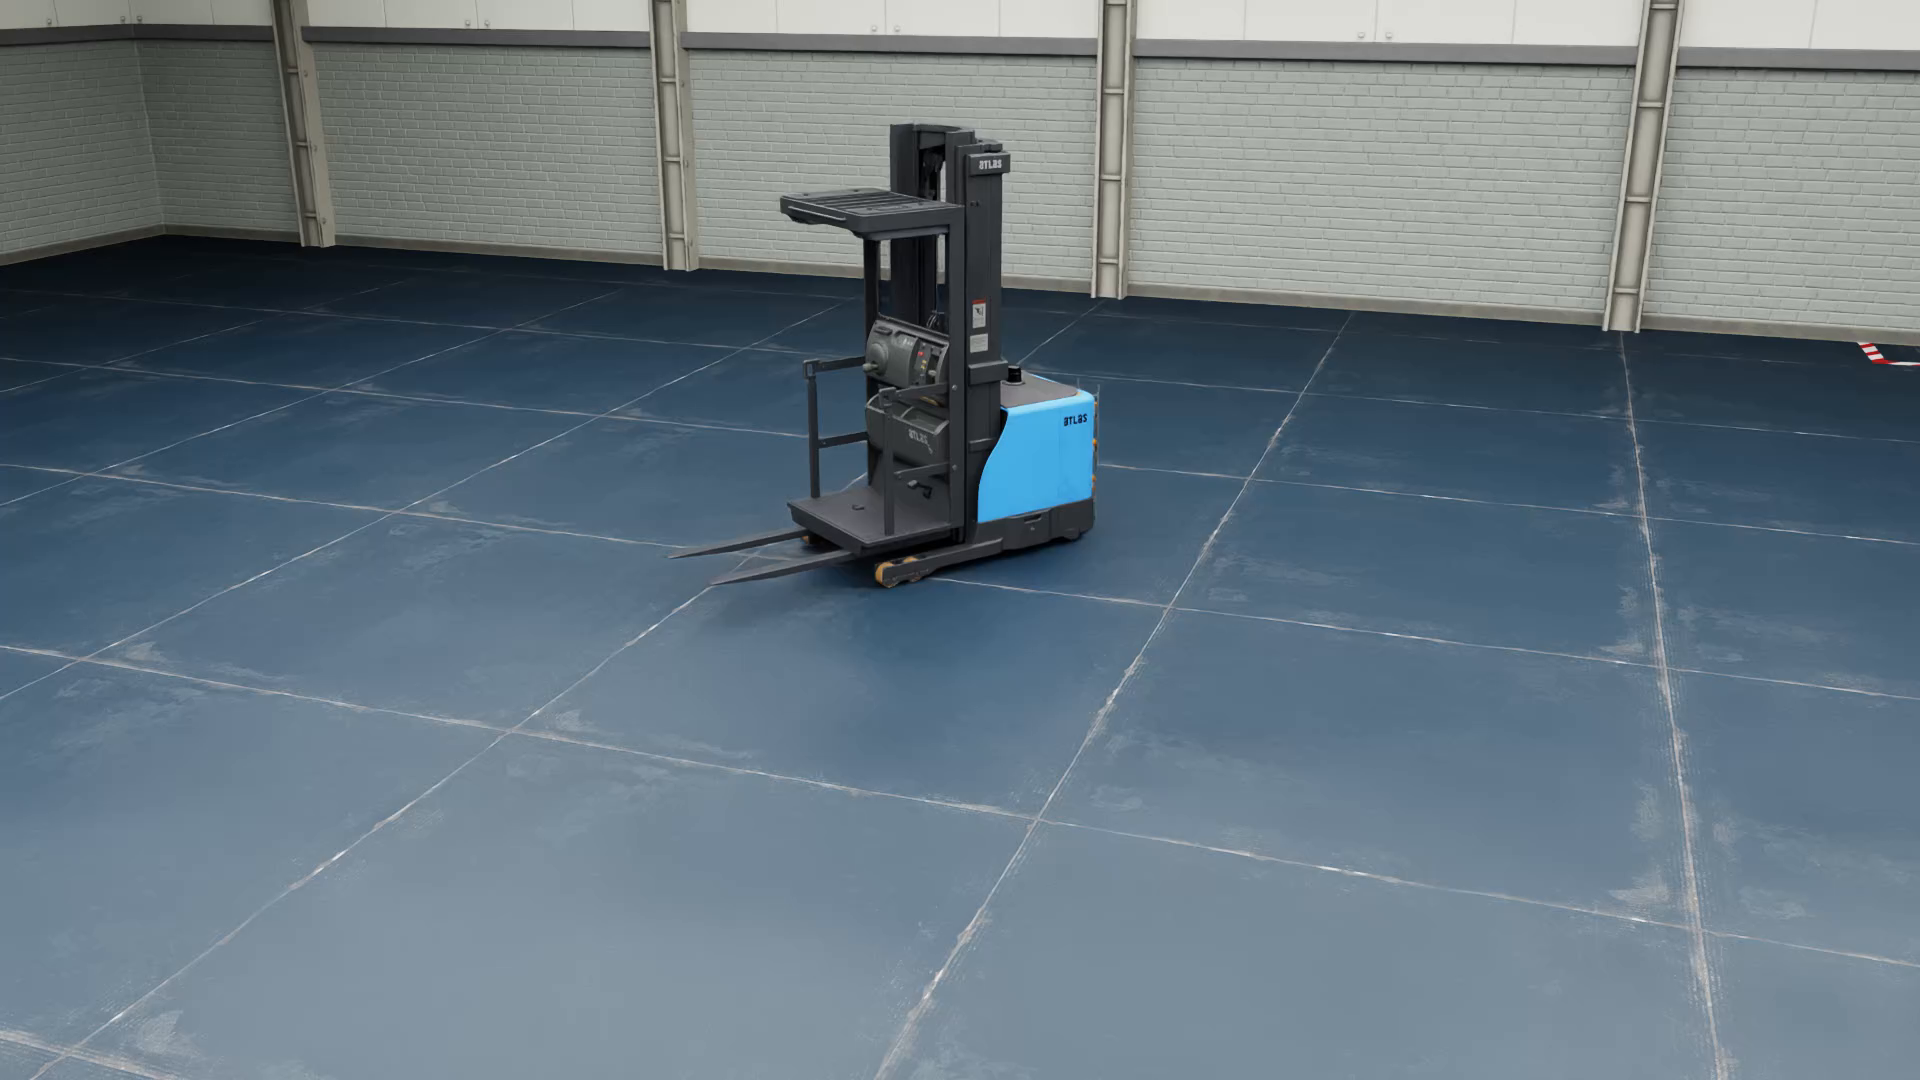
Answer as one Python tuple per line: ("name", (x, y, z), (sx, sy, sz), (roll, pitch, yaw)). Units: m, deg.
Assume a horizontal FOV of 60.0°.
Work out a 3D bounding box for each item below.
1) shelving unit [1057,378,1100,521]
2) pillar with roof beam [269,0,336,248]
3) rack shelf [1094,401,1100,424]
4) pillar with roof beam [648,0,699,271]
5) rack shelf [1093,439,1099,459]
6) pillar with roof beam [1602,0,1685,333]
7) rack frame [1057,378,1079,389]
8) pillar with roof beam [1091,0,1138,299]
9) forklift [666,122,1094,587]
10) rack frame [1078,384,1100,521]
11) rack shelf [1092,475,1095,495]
("shelving unit", (0.869, -0.656, 12.362), (0.215, 1.050, 0.252), (-13, 23, -32))
("pillar with roof beam", (-10.877, -7.261, 19.235), (0.400, 9.000, 9.100), (7, 20, 18))
("rack shelf", (0.869, -0.913, 12.272), (0.215, 0.259, 0.240), (-13, 23, -32))
("pillar with roof beam", (-5.209, -6.613, 17.376), (0.400, 9.000, 9.100), (7, 20, 18))
("rack shelf", (0.869, -0.646, 12.365), (0.215, 0.259, 0.240), (-13, 23, -32))
("pillar with roof beam", (6.126, -5.317, 13.657), (0.400, 9.000, 9.100), (7, 20, 18))
("rack frame", (0.800, -0.689, 12.457), (0.200, 1.050, 0.008), (-13, 23, -32))
("pillar with roof beam", (0.459, -5.965, 15.517), (0.400, 9.000, 9.100), (7, 20, 18))
("forklift", (-0.533, -1.263, 11.247), (3.031, 2.935, 1.130), (-13, 23, -32))
("rack frame", (0.938, -0.622, 12.267), (0.200, 1.050, 0.008), (-13, 23, -32))
("rack shelf", (0.869, -0.383, 12.457), (0.215, 0.259, 0.240), (-13, 23, -32))
